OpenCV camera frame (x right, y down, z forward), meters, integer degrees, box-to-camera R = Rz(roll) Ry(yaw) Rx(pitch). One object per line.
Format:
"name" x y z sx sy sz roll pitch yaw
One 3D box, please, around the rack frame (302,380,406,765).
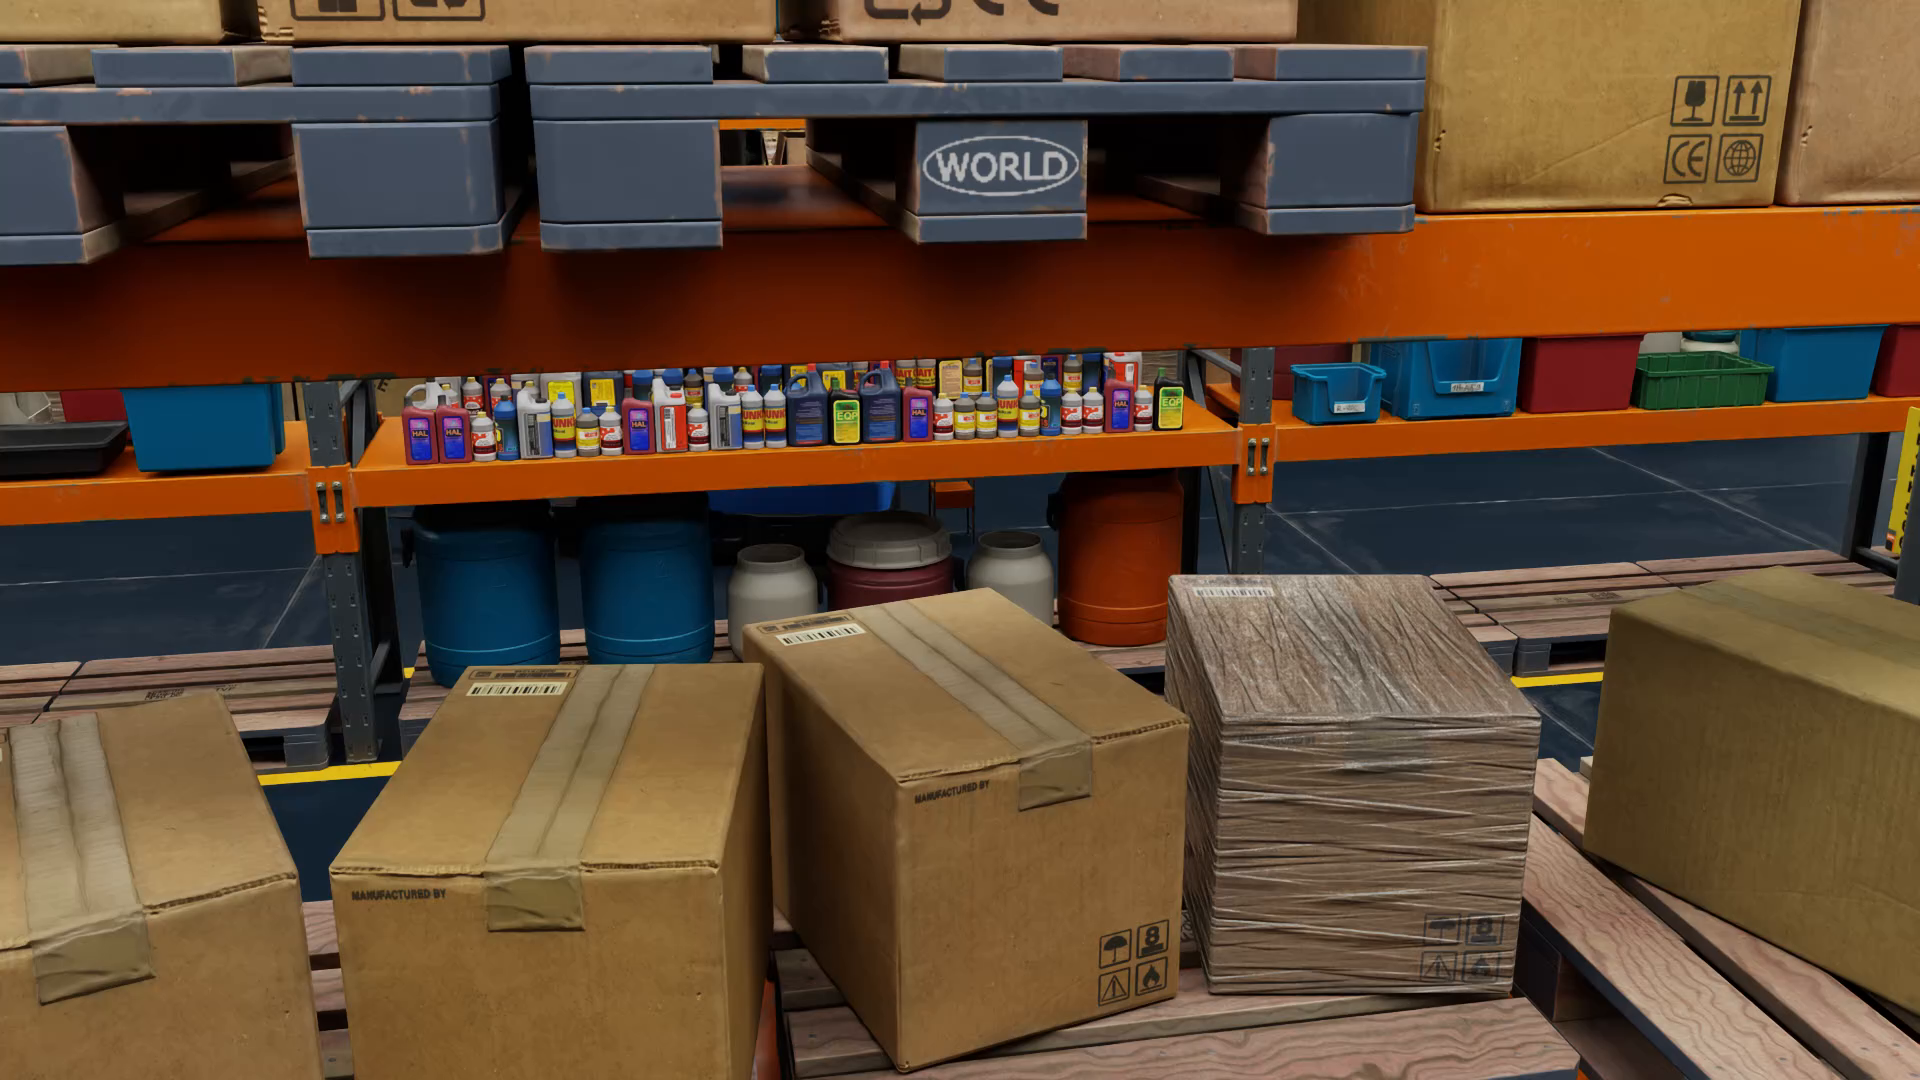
"rack frame" -2.675 -0.613 7.198 0.127 3.000 1.000 -3 17 -10

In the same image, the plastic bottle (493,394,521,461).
"plastic bottle" -1.897 -0.473 6.963 0.097 0.271 0.097 0 17 0

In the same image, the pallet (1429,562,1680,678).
"pallet" 3.216 0.398 8.655 1.213 0.211 1.003 -3 17 -10

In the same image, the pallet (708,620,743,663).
"pallet" -0.709 0.620 7.933 1.213 0.211 1.003 -3 17 -10

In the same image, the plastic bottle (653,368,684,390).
"plastic bottle" -1.363 -0.725 7.774 0.135 0.276 0.152 -3 17 -10

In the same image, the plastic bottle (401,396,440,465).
"plastic bottle" -2.234 -0.455 6.882 0.133 0.283 0.061 -3 17 -10

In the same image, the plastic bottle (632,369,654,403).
"plastic bottle" -1.453 -0.680 7.636 0.097 0.271 0.097 0 17 0

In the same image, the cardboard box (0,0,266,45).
"cardboard box" -1.230 -0.922 2.040 0.600 0.600 0.600 -5 18 -16

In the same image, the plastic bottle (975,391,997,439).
"plastic bottle" 0.115 -0.554 7.345 0.097 0.201 0.097 0 17 0

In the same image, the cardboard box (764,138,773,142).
"cardboard box" -2.050 -4.036 17.042 0.250 0.149 0.380 -2 17 -8

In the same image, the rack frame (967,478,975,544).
"rack frame" 0.067 -0.506 10.170 0.008 1.050 0.200 -3 17 -10

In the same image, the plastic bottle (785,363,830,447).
"plastic bottle" -0.663 -0.588 7.203 0.185 0.351 0.144 -3 17 -10

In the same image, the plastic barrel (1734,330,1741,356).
"plastic barrel" 4.199 -1.133 8.662 0.433 0.535 0.433 0 17 0

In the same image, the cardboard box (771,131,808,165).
"cardboard box" -1.048 -2.719 12.178 0.637 0.503 0.797 -3 17 -9

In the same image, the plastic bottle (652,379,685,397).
"plastic bottle" -1.268 -0.565 7.254 0.135 0.276 0.152 -3 17 -10

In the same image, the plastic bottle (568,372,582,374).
"plastic bottle" -1.834 -0.735 7.680 0.185 0.351 0.144 -3 17 -10

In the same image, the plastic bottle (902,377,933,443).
"plastic bottle" -0.186 -0.571 7.260 0.133 0.283 0.061 -3 17 -10

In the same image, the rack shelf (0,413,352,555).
"rack shelf" -4.639 -0.158 6.941 4.000 0.370 1.077 -3 17 -10

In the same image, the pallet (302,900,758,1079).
"pallet" -0.934 0.894 2.619 1.213 0.211 1.003 -3 17 -10

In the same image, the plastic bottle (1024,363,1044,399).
"plastic bottle" 0.354 -0.749 7.980 0.097 0.201 0.097 0 17 0

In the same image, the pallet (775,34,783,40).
"pallet" -0.811 -2.092 7.228 1.213 0.211 1.003 -3 17 -10

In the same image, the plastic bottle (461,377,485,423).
"plastic bottle" -2.241 -0.647 7.649 0.097 0.201 0.097 0 17 0

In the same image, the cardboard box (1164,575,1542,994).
"cardboard box" 0.657 0.407 2.991 0.500 0.500 0.700 0 17 0

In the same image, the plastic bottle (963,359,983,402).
"plastic bottle" 0.062 -0.778 8.075 0.097 0.201 0.097 0 17 0

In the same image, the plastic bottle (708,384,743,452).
"plastic bottle" -1.011 -0.534 7.153 0.135 0.276 0.152 -3 17 -10

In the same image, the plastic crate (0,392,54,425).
"plastic crate" -4.209 -0.553 7.103 0.530 0.282 0.437 -3 17 -10

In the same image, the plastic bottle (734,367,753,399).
"plastic bottle" -1.027 -0.716 7.873 0.097 0.201 0.097 0 17 0

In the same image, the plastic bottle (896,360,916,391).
"plastic bottle" -0.260 -0.793 8.005 0.097 0.271 0.097 0 17 0

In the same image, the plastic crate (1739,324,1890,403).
"plastic crate" 4.156 -0.900 8.160 0.575 0.384 0.392 -3 17 -10

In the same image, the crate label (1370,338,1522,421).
"crate label" 2.279 -0.830 7.845 0.616 0.435 0.502 -3 17 -10

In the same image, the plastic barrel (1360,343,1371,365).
"plastic barrel" 2.222 -1.008 8.294 0.421 0.512 0.421 0 17 0

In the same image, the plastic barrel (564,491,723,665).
"plastic barrel" -1.442 0.125 7.656 0.708 0.901 0.600 -3 17 -10

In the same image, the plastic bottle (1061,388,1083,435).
"plastic bottle" 0.497 -0.576 7.416 0.097 0.201 0.097 0 17 0

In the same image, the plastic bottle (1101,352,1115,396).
"plastic bottle" 0.766 -0.845 8.167 0.135 0.276 0.152 -3 17 -10

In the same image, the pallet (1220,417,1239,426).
"pallet" 2.276 -1.041 13.340 1.213 0.211 1.003 -3 17 -10

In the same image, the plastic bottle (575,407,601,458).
"plastic bottle" -1.574 -0.458 7.033 0.097 0.201 0.097 0 17 0

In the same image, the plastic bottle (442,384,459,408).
"plastic bottle" -2.307 -0.598 7.489 0.097 0.201 0.097 0 17 0

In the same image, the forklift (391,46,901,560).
"forklift" -1.908 -1.414 9.923 3.031 2.935 1.130 0 17 2

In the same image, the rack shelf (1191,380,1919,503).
"rack shelf" 3.216 -0.603 8.392 4.000 0.370 1.077 -3 17 -10

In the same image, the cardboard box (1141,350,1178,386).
"cardboard box" 1.509 -1.357 13.128 0.500 0.500 0.700 -5 18 -15

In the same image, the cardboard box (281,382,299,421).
"cardboard box" -5.161 -1.162 11.890 0.875 0.875 0.875 -3 17 -10

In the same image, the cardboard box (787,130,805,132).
"cardboard box" -1.994 -5.187 21.496 0.500 0.250 0.500 -3 17 -11

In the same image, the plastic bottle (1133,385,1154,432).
"plastic bottle" 0.820 -0.594 7.475 0.097 0.201 0.097 0 17 0

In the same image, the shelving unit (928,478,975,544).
"shelving unit" -0.053 -0.499 10.148 0.252 1.050 0.215 -3 17 -10

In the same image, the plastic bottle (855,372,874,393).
"plastic bottle" -0.395 -0.602 7.362 0.133 0.283 0.061 -3 17 -10

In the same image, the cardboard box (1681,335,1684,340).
"cardboard box" 5.796 -1.594 13.936 0.500 0.500 0.500 -5 18 -15

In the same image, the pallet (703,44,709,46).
"pallet" -2.812 -4.883 16.311 1.003 0.211 1.213 -3 17 -10

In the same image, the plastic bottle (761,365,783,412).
"plastic bottle" -0.884 -0.740 7.830 0.097 0.271 0.097 0 17 0

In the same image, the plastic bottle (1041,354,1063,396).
"plastic bottle" 0.435 -0.844 8.149 0.133 0.283 0.061 -3 17 -10

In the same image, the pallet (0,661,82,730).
"pallet" -4.590 0.841 7.214 1.213 0.211 1.003 -3 17 -10

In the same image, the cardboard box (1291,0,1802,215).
"cardboard box" 0.755 -0.798 2.522 0.500 0.500 0.910 -3 17 -10

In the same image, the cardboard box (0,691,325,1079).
"cardboard box" -1.231 0.605 2.348 0.500 0.500 0.700 -10 20 -29

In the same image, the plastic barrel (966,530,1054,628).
"plastic barrel" 0.238 0.242 7.936 0.421 0.512 0.421 0 17 0
